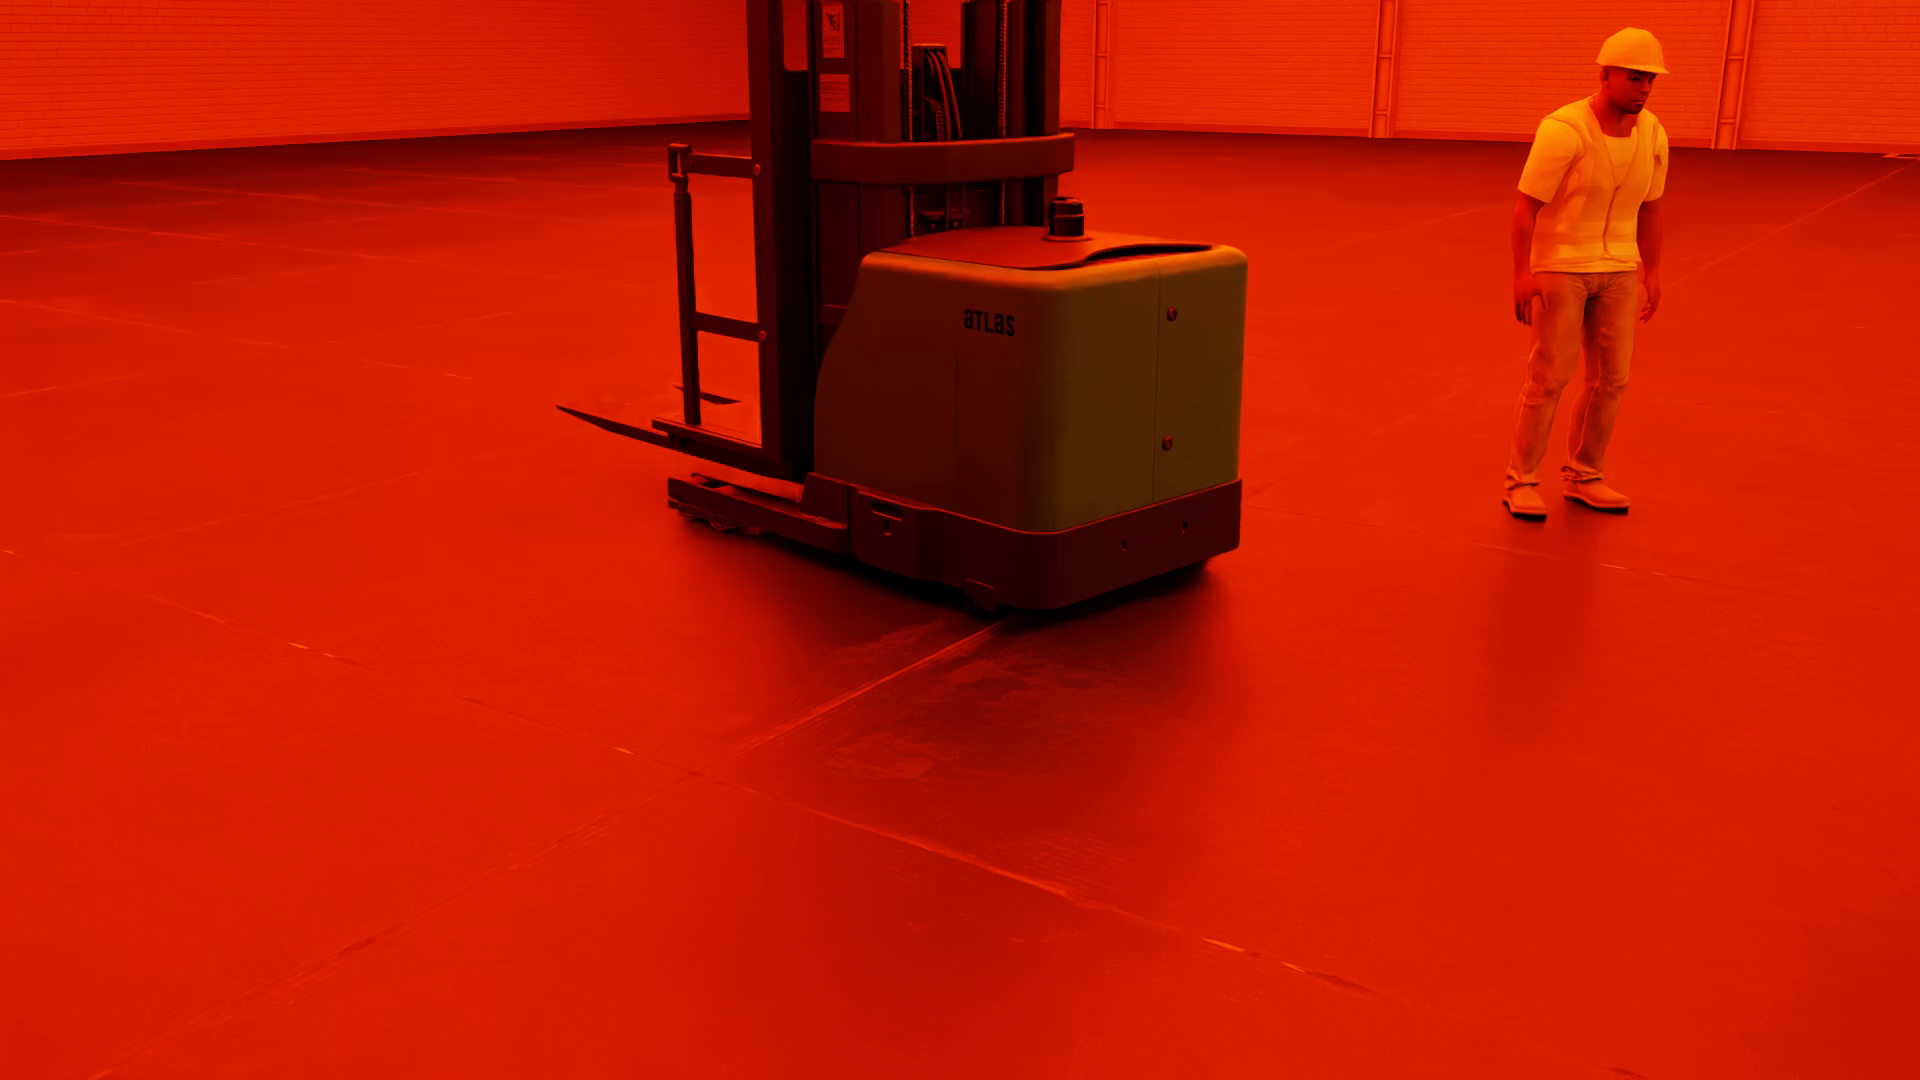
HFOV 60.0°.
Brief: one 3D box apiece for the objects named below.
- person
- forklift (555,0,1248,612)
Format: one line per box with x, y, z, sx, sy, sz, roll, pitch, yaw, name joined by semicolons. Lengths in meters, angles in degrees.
2.329;-0.976;6.150;0.627;1.759;0.463;-4;17;-14;person
-0.442;-1.528;5.941;1.130;2.935;3.031;-16;23;-42;forklift
